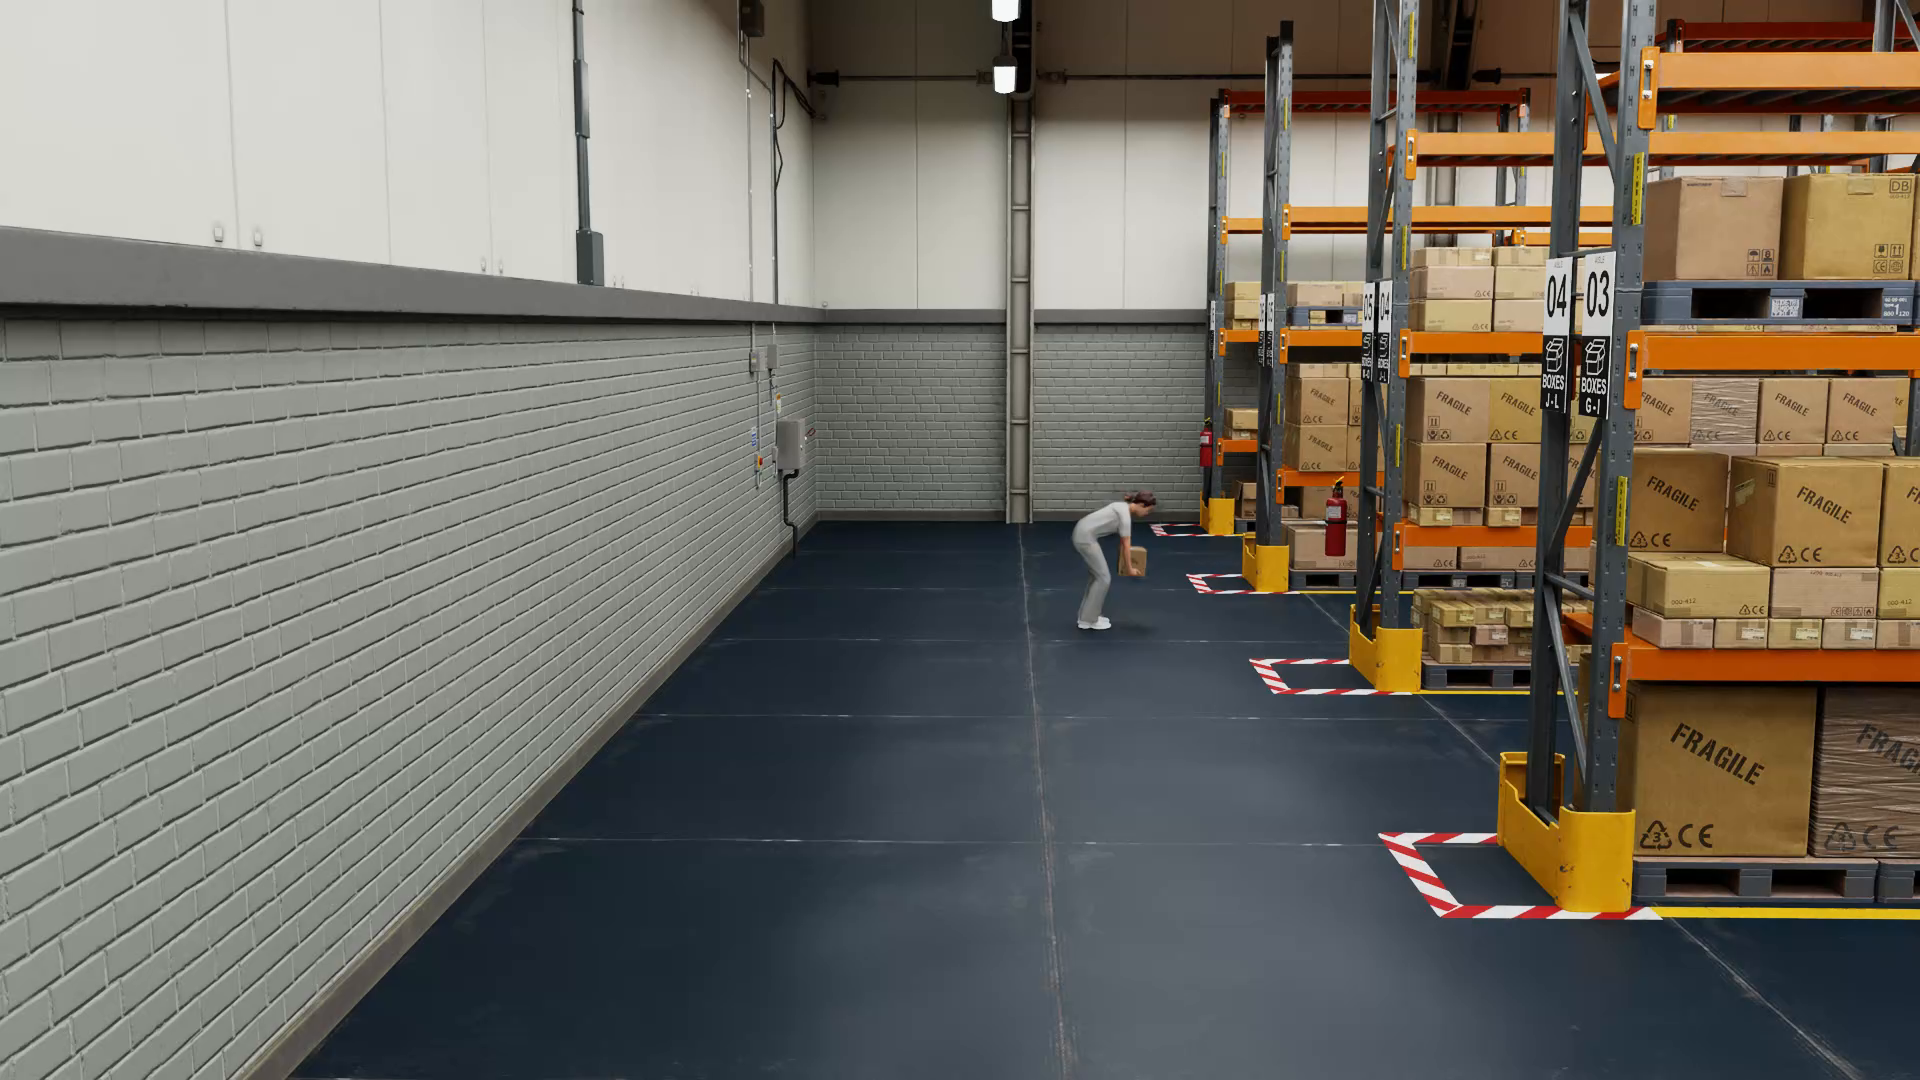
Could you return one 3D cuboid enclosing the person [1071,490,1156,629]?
[{"bbox_3d":[1.461,0.177,15.823,0.802,1.318,0.423,0,7,0],"label":"person"}]
